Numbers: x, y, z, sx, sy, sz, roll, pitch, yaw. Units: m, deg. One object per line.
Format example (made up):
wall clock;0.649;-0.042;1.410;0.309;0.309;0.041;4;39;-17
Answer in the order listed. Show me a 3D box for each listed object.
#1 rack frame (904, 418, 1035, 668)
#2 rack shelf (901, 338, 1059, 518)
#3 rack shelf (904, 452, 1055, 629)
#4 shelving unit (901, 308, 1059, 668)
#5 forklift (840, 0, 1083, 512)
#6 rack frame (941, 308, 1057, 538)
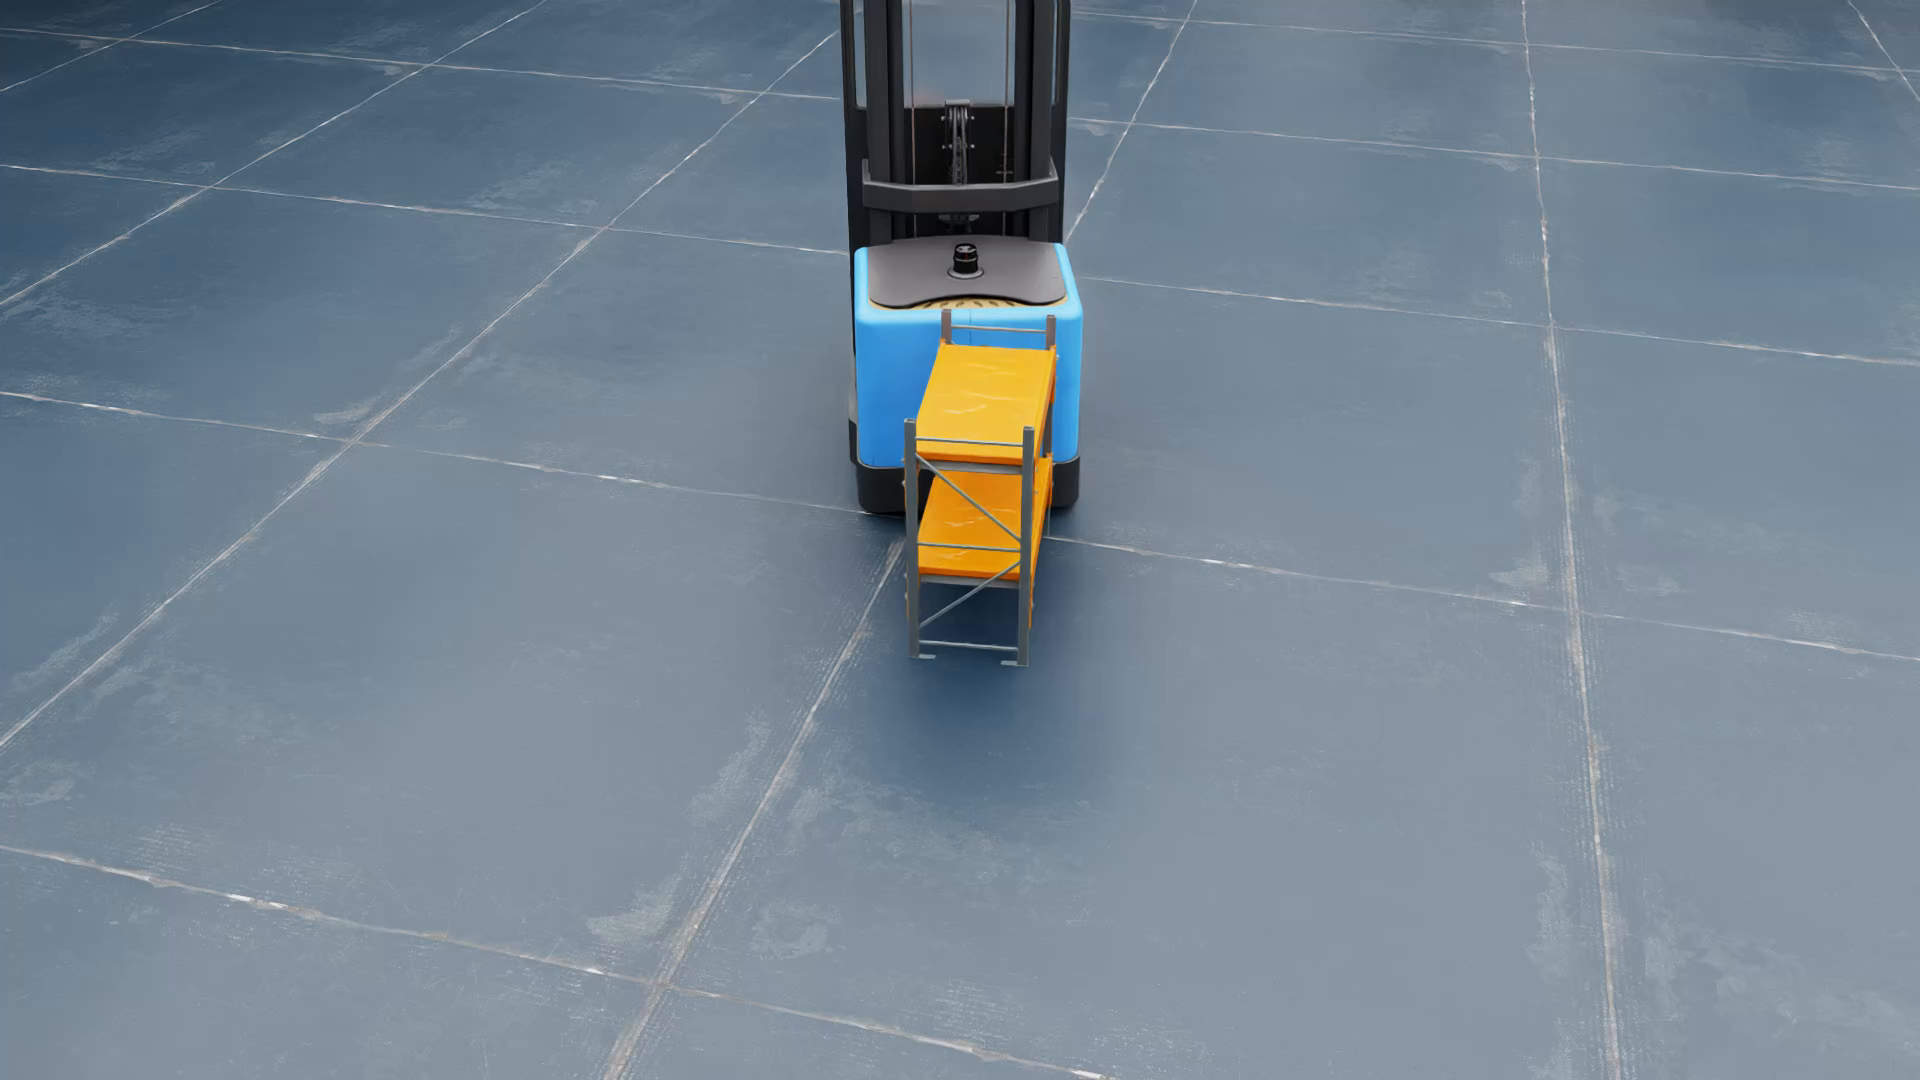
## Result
rack frame;0.035;0.032;6.652;0.500;1.125;0.032;4;33;6
rack shelf;0.101;-0.486;6.920;0.538;0.278;1.000;4;33;6
rack shelf;0.101;-0.032;7.208;0.538;0.278;1.000;4;33;6
shelving unit;0.101;-0.239;7.077;0.538;1.125;1.048;4;33;6
forklift;-0.037;-2.130;8.368;1.130;2.935;3.031;-2;32;-3
rack frame;0.168;-0.509;7.502;0.500;1.125;0.032;4;33;6
